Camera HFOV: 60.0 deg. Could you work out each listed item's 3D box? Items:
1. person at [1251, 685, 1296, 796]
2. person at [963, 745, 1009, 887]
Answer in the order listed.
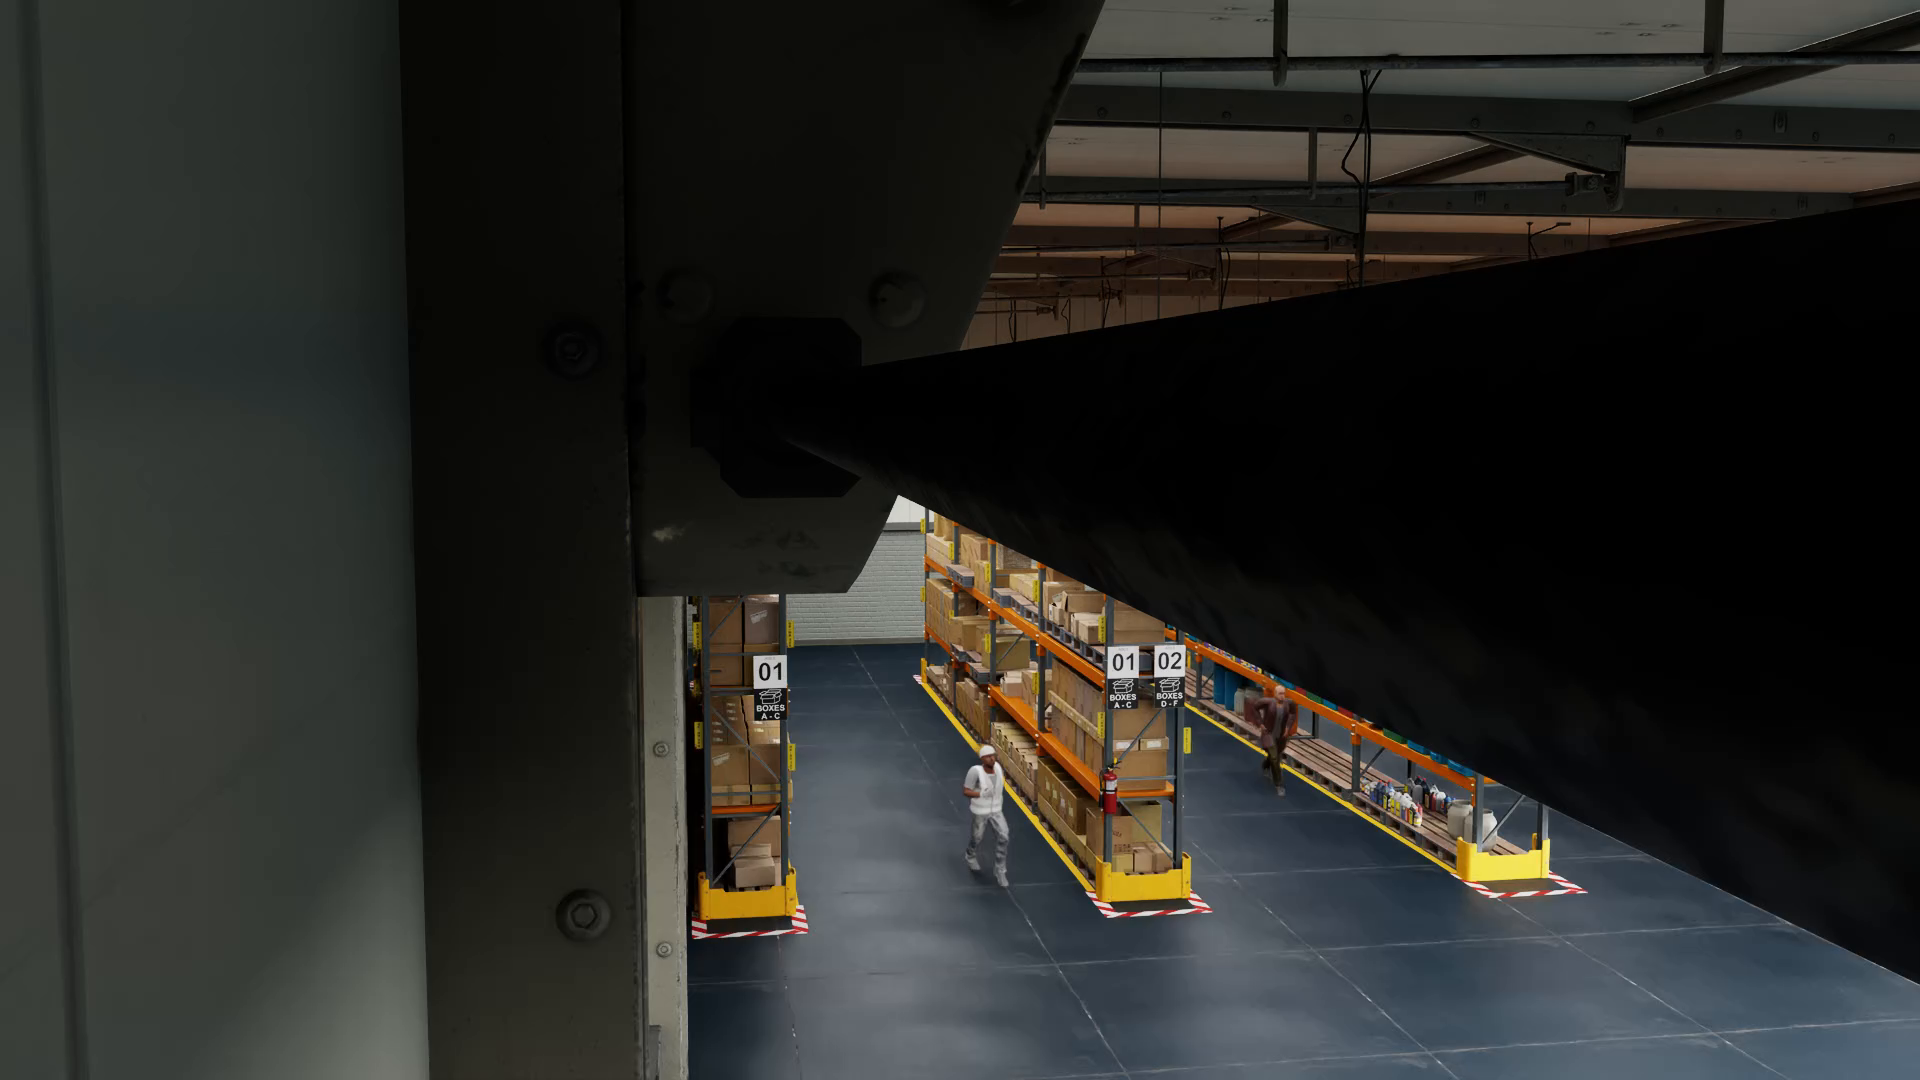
[{"bbox_3d":[4.996,3.153,26.614,0.722,1.788,1.029,-1,5,-7],"label":"person"},{"bbox_3d":[0.289,3.556,21.627,0.637,1.837,0.853,-2,6,-24],"label":"person"}]
